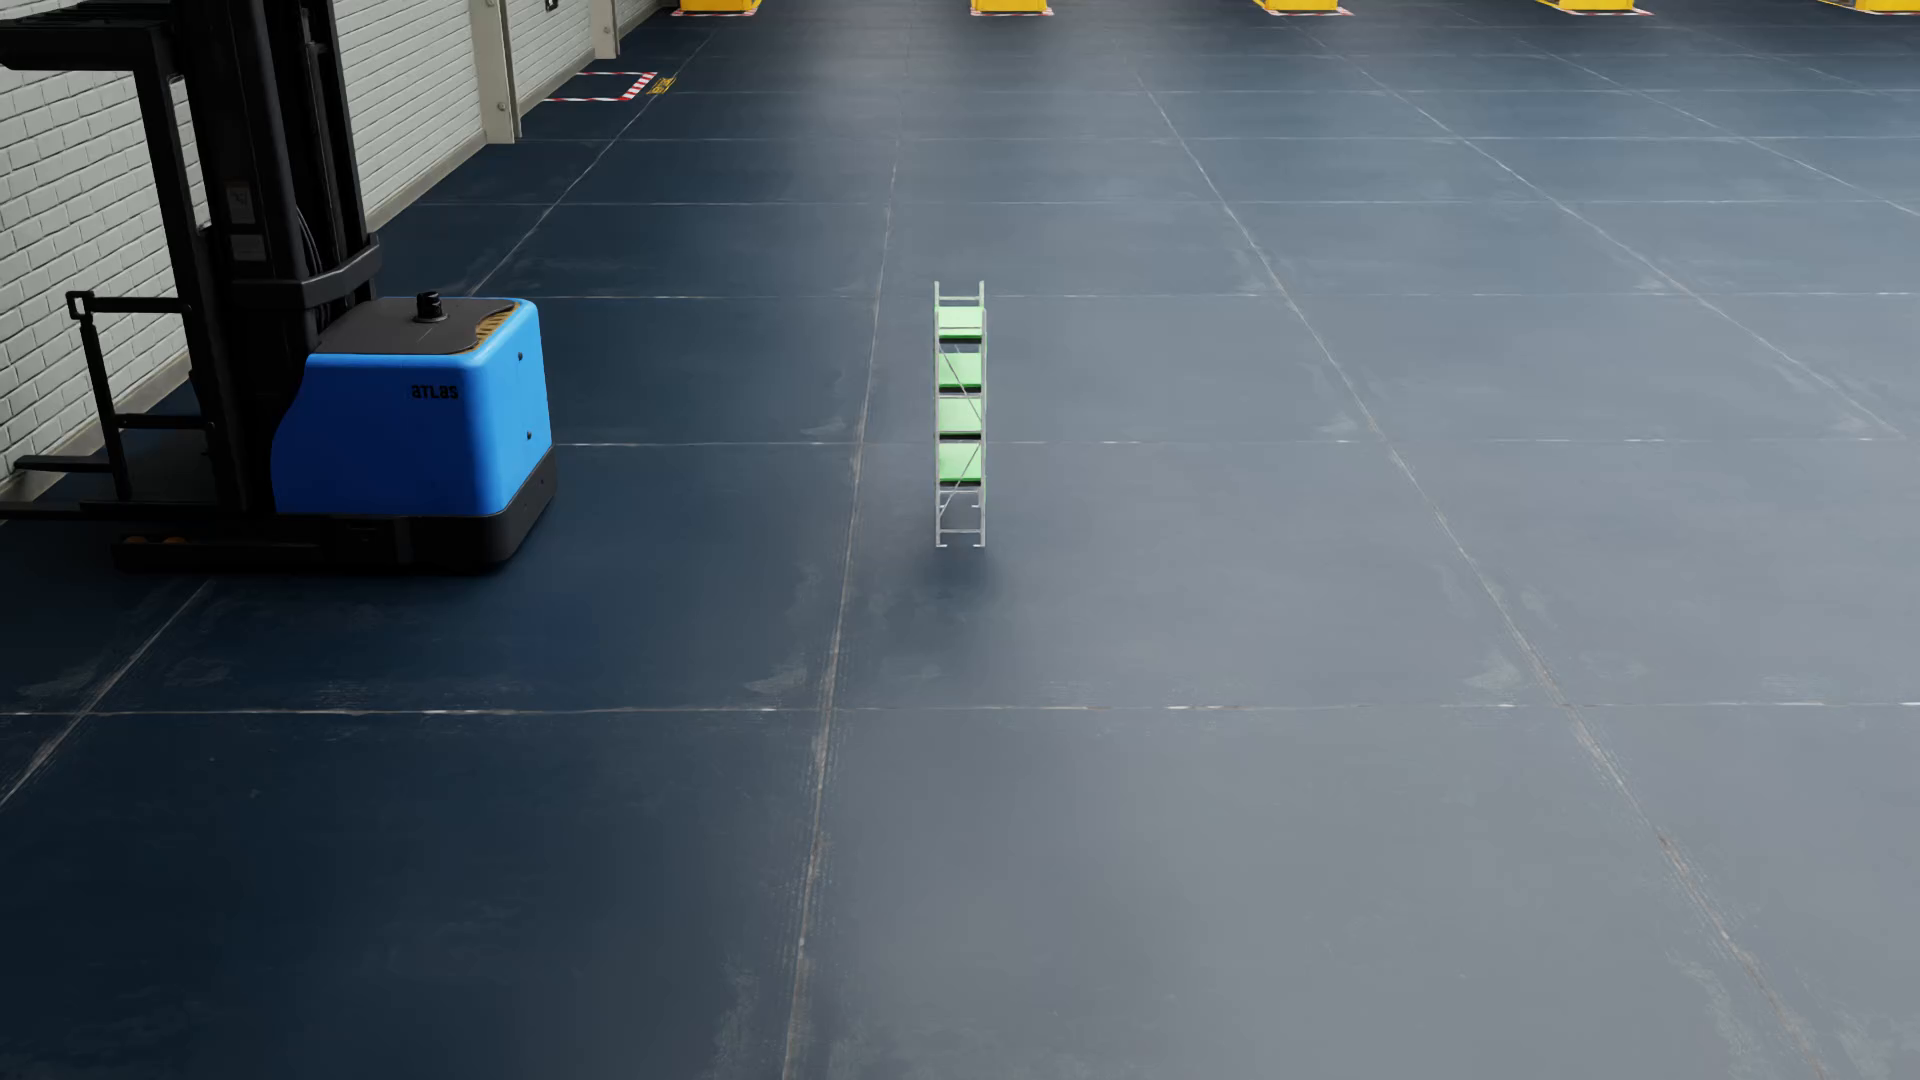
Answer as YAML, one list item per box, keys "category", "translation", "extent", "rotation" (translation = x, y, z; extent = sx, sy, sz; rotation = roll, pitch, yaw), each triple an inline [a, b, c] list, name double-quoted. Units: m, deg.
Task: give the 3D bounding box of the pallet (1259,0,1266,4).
- category: "pallet"
  translation: [5.754, -9.408, 28.795]
  extent: [1.003, 0.211, 1.213]
  rotation: [0, 24, -1]

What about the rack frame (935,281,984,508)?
- category: "rack frame"
  translation: [-0.004, -0.715, 8.376]
  extent: [0.240, 1.200, 0.015]
  rotation: [0, 24, -1]

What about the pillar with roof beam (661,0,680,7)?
- category: "pillar with roof beam"
  translation: [-0.669, -13.305, 26.748]
  extent: [9.100, 9.000, 0.400]
  rotation: [0, 24, -1]

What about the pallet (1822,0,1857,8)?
- category: "pallet"
  translation: [15.632, -9.374, 28.720]
  extent: [1.003, 0.211, 1.213]
  rotation: [0, 24, -1]

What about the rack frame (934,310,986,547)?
- category: "rack frame"
  translation: [0.001, -0.514, 7.931]
  extent: [0.240, 1.200, 0.015]
  rotation: [0, 24, -1]

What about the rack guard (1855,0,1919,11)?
- category: "rack guard"
  translation: [15.719, -9.166, 27.911]
  extent: [1.175, 0.500, 0.348]
  rotation: [0, 24, -1]

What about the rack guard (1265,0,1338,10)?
- category: "rack guard"
  translation: [5.758, -9.204, 27.995]
  extent: [1.175, 0.500, 0.348]
  rotation: [0, 24, -1]

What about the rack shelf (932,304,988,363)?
- category: "rack shelf"
  translation: [-0.002, -0.994, 7.982]
  extent: [0.258, 0.148, 0.480]
  rotation: [0, 24, -1]

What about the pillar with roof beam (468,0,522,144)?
- category: "pillar with roof beam"
  translation: [-0.538, -8.360, 15.815]
  extent: [9.100, 9.000, 0.400]
  rotation: [0, 24, -1]

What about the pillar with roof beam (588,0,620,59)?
- category: "pillar with roof beam"
  translation: [-0.603, -10.833, 21.282]
  extent: [9.100, 9.000, 0.400]
  rotation: [0, 24, -1]

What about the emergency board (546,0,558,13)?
- category: "emergency board"
  translation: [-4.919, -7.061, 20.223]
  extent: [0.194, 1.169, 0.643]
  rotation: [0, 24, -1]

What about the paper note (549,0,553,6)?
- category: "paper note"
  translation: [-4.986, -6.587, 20.243]
  extent: [0.016, 0.148, 0.142]
  rotation: [0, 24, -1]

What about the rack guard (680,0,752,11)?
- category: "rack guard"
  translation: [-4.102, -9.160, 27.897]
  extent: [1.175, 0.500, 0.348]
  rotation: [0, 24, -1]

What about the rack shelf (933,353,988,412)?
- category: "rack shelf"
  translation: [-0.002, -0.775, 8.081]
  extent: [0.258, 0.148, 0.480]
  rotation: [0, 24, -1]

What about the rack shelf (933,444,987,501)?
- category: "rack shelf"
  translation: [-0.002, -0.338, 8.279]
  extent: [0.258, 0.148, 0.480]
  rotation: [0, 24, -1]

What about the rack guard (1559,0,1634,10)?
- category: "rack guard"
  translation: [10.757, -9.227, 28.044]
  extent: [1.175, 0.500, 0.348]
  rotation: [0, 24, -1]

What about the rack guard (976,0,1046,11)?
- category: "rack guard"
  translation: [0.853, -9.143, 27.858]
  extent: [1.175, 0.500, 0.348]
  rotation: [0, 24, -1]

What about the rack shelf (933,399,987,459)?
- category: "rack shelf"
  translation: [-0.002, -0.557, 8.180]
  extent: [0.258, 0.148, 0.480]
  rotation: [0, 24, -1]

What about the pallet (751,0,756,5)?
- category: "pallet"
  translation: [-4.075, -9.363, 28.697]
  extent: [1.003, 0.211, 1.213]
  rotation: [0, 24, -1]

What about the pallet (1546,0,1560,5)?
- category: "pallet"
  translation: [10.784, -9.430, 28.845]
  extent: [1.003, 0.211, 1.213]
  rotation: [0, 24, -1]

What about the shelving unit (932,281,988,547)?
- category: "shelving unit"
  translation: [-0.002, -0.615, 8.154]
  extent: [0.258, 1.200, 0.503]
  rotation: [0, 24, -1]

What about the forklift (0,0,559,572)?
- category: "forklift"
  translation: [-3.627, -1.399, 7.787]
  extent: [3.031, 2.935, 1.130]
  rotation: [1, 24, 2]
